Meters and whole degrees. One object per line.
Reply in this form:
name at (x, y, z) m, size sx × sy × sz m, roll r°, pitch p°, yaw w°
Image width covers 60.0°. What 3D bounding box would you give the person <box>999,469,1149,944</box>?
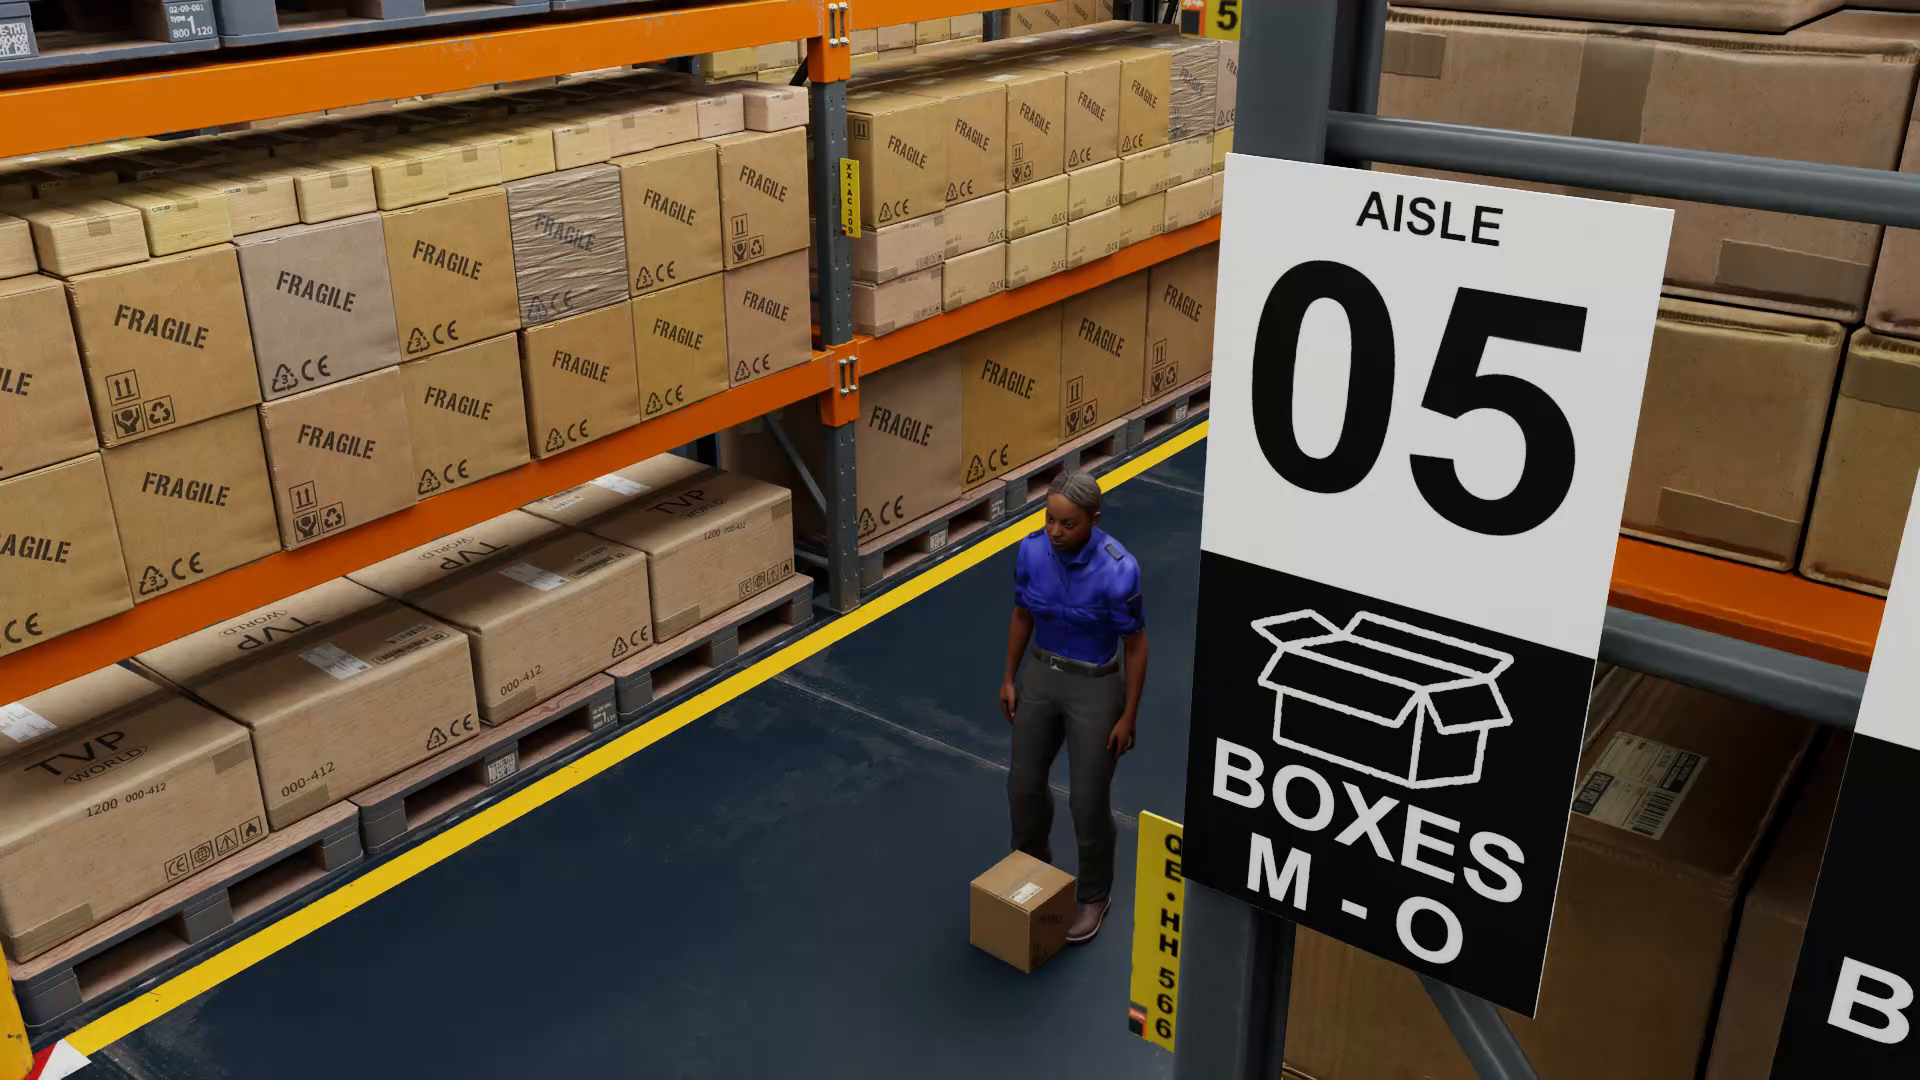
person at (0.347, 0.515, 5.433) m, size 0.530 × 1.653 × 0.352 m, roll 15°, pitch 28°, yaw 30°
